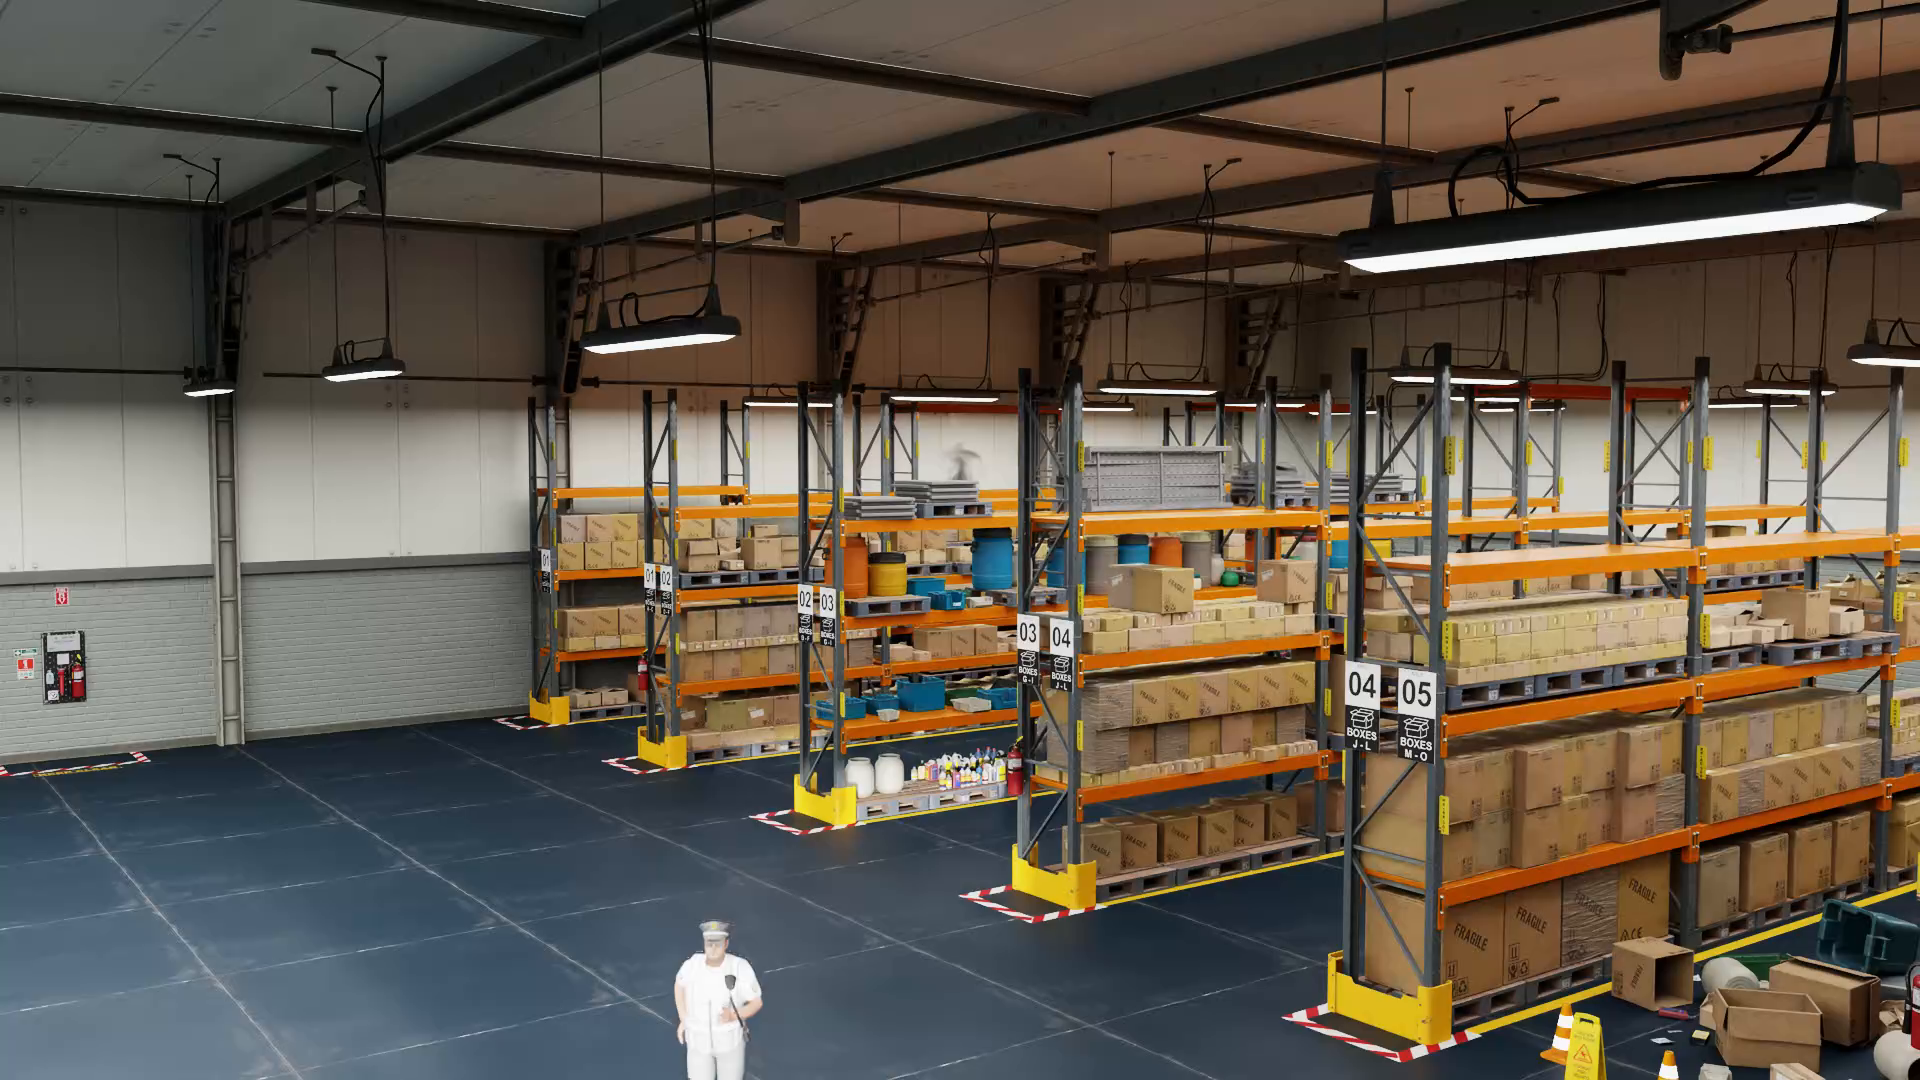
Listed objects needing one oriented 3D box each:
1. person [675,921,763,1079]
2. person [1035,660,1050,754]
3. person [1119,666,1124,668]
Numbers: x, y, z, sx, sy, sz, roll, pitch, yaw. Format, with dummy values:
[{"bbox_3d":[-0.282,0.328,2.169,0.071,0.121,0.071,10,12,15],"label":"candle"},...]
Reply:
[{"bbox_3d":[-1.723,3.572,11.792,0.653,1.811,0.844,0,3,0],"label":"person"},{"bbox_3d":[1.518,2.635,27.412,0.975,1.770,0.678,-2,4,-31],"label":"person"},{"bbox_3d":[2.616,2.658,28.961,0.607,1.593,0.551,3,4,41],"label":"person"}]
